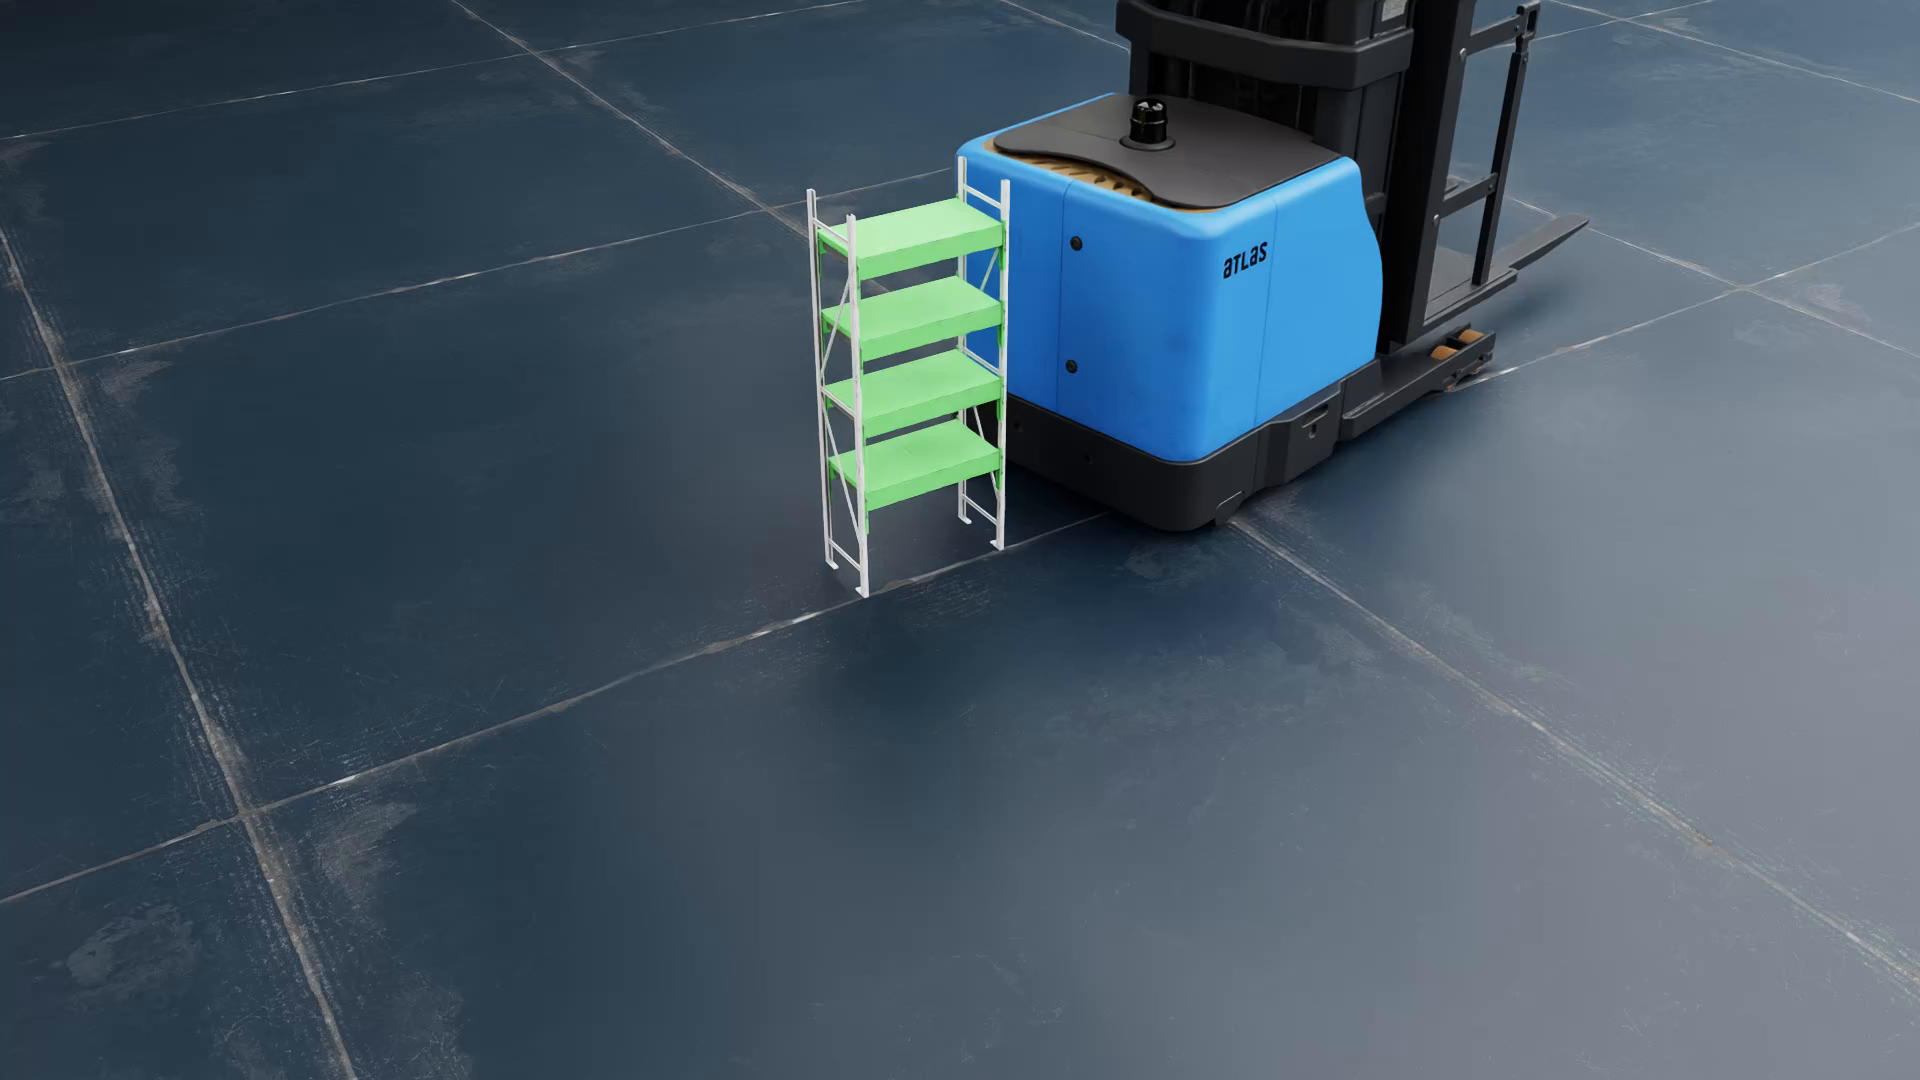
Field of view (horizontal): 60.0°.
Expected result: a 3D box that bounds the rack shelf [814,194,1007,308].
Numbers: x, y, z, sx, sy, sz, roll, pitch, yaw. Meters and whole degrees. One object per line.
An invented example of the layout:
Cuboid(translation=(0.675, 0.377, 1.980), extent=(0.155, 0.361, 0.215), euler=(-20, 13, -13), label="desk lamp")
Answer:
Cuboid(translation=(-0.139, -0.812, 4.632), extent=(0.480, 0.148, 0.258), euler=(-19, 37, -27), label="rack shelf")

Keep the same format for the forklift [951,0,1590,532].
Cuboid(translation=(1.355, -1.955, 5.602), extent=(1.130, 2.935, 3.031), euler=(27, 41, 36), label="forklift")

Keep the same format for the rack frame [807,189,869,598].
Cuboid(translation=(-0.344, -0.389, 4.742), extent=(0.015, 1.200, 0.240), euler=(-19, 37, -27), label="rack frame")

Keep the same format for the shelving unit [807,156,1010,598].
Cuboid(translation=(-0.139, -0.460, 4.854), extent=(0.503, 1.200, 0.258), euler=(-19, 37, -27), label="shelving unit")

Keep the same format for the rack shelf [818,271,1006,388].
Cuboid(translation=(-0.139, -0.609, 4.760), extent=(0.480, 0.148, 0.258), euler=(-19, 37, -27), label="rack shelf")

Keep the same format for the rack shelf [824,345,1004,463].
Cuboid(translation=(-0.139, -0.406, 4.888), extent=(0.480, 0.148, 0.258), euler=(-19, 37, -27), label="rack shelf")

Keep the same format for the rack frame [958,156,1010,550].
Cuboid(translation=(0.066, -0.530, 4.966), extent=(0.015, 1.200, 0.240), euler=(-19, 37, -27), label="rack frame")

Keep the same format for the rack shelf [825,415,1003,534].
Cuboid(translation=(-0.139, -0.203, 5.016), extent=(0.480, 0.148, 0.258), euler=(-19, 37, -27), label="rack shelf")
